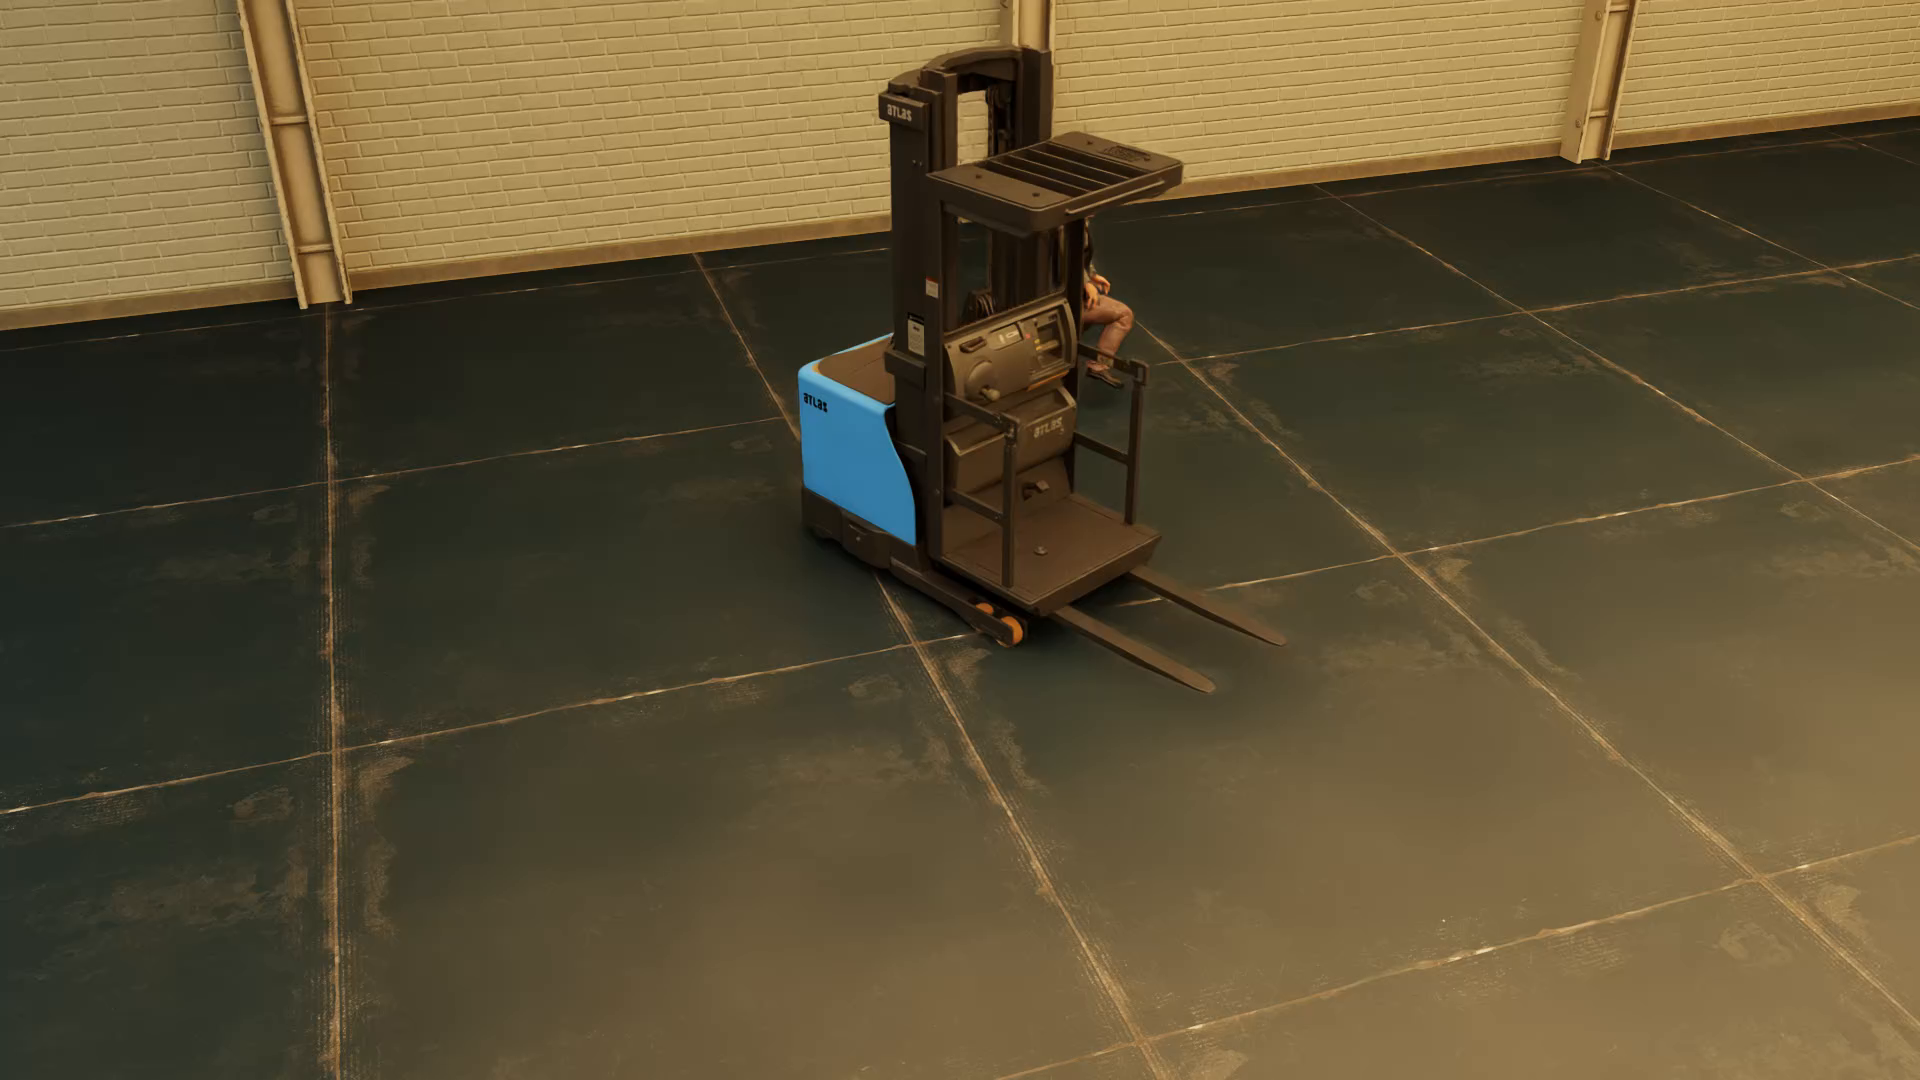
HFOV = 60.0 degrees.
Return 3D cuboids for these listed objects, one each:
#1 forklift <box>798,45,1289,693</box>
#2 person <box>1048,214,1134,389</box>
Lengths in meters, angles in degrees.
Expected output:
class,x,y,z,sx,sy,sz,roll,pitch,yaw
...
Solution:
class,x,y,z,sx,sy,sz,roll,pitch,yaw
forklift,0.428,-0.979,8.788,1.130,2.935,3.031,-26,39,-37
person,0.845,-1.759,11.662,0.667,1.501,0.830,-7,31,-13
